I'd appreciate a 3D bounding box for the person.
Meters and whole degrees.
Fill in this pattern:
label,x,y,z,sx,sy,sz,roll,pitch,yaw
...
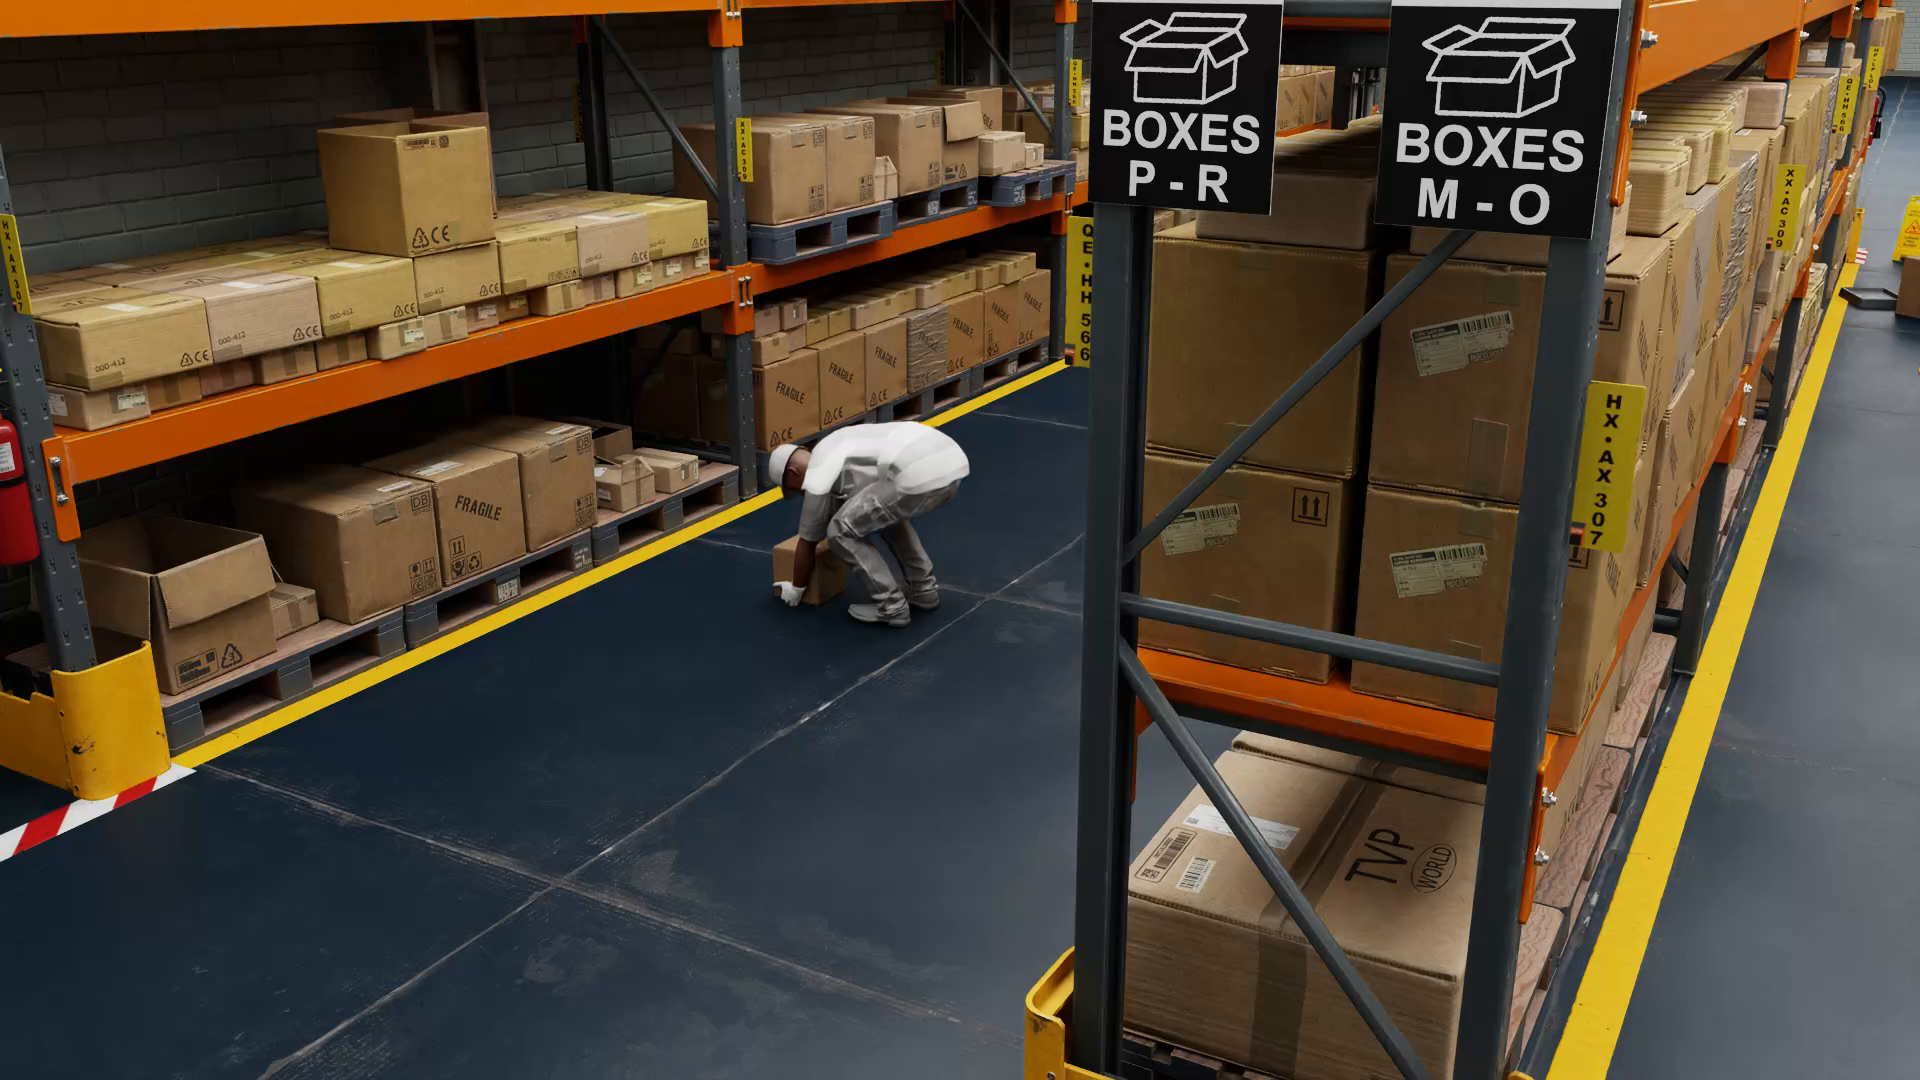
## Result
label,x,y,z,sx,sy,sz,roll,pitch,yaw
person,-0.449,-0.107,7.692,0.986,0.916,0.535,9,21,25
